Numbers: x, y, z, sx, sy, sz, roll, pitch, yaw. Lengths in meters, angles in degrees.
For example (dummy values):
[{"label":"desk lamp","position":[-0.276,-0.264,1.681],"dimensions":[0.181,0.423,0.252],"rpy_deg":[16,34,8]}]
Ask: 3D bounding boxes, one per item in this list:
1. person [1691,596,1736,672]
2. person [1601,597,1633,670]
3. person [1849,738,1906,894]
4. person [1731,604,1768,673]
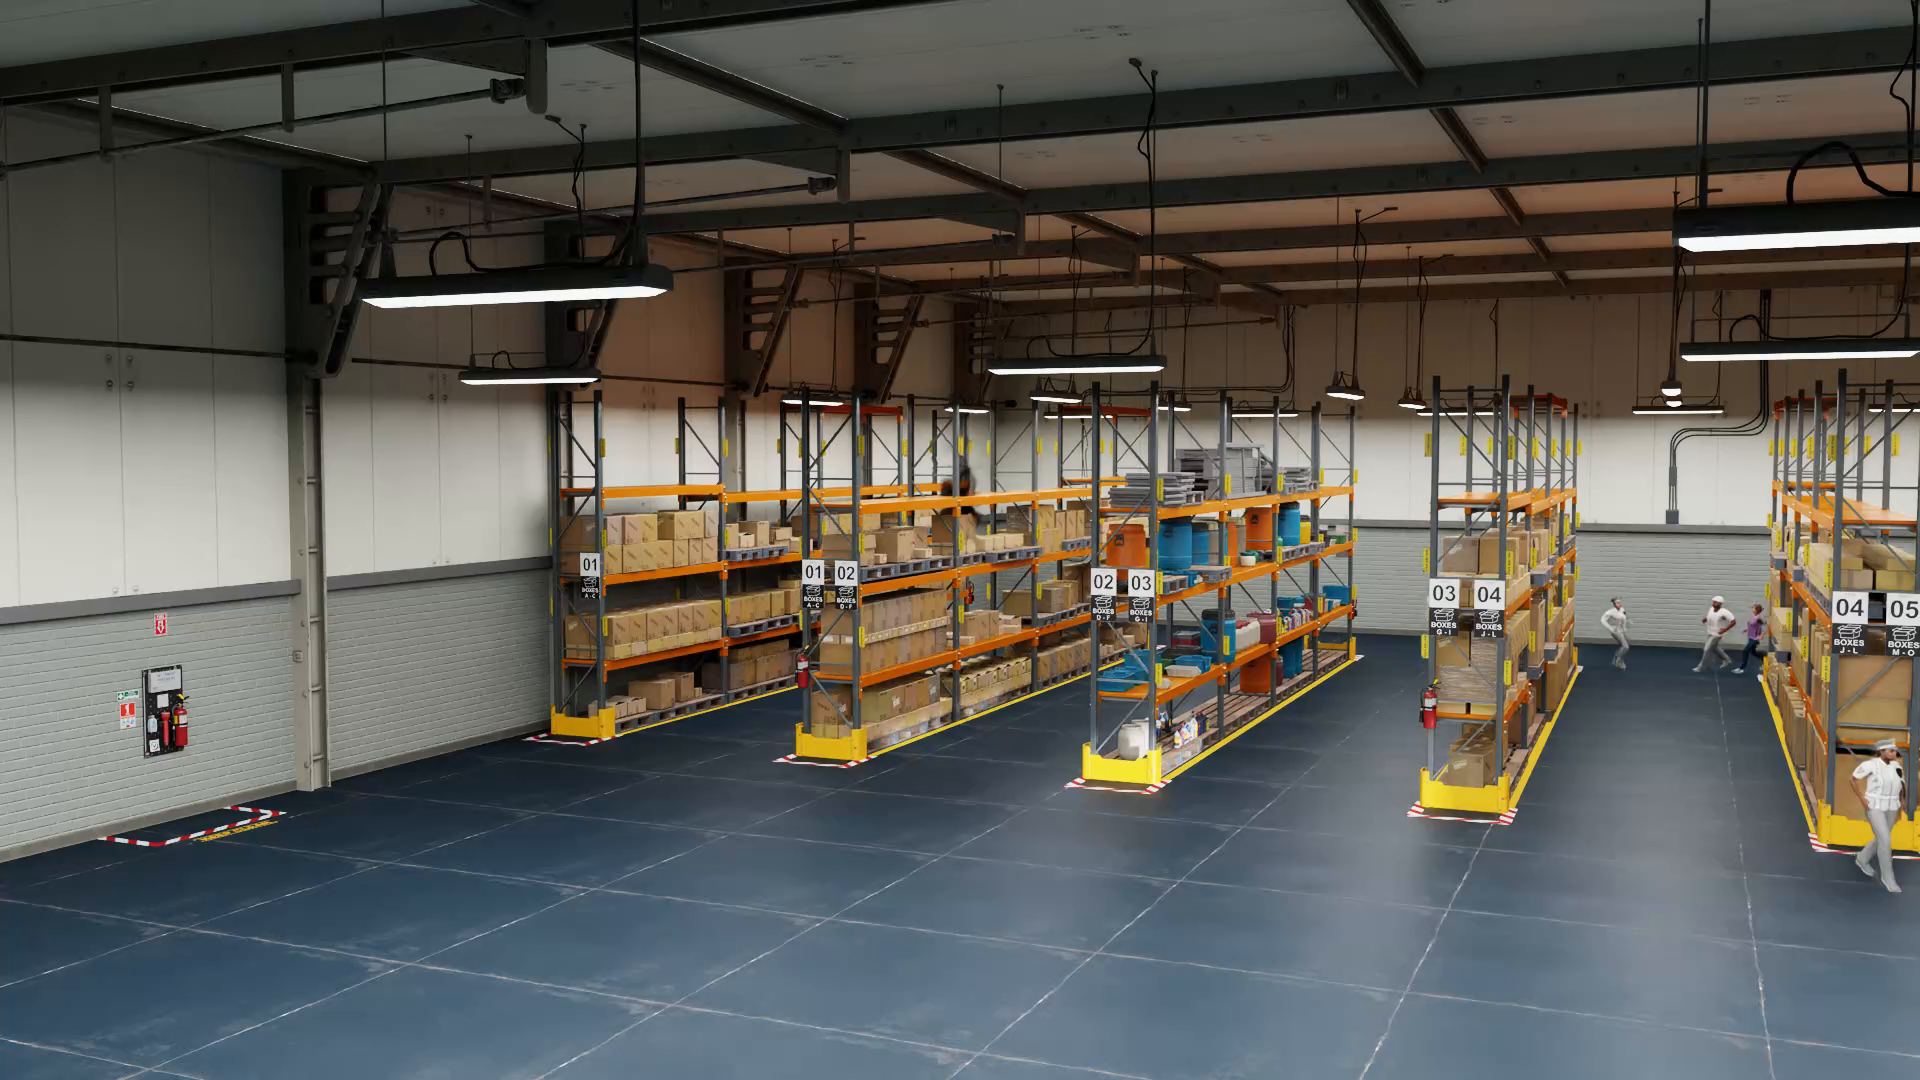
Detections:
[{"label":"person","position":[16.824,2.094,36.917],"dimensions":[0.937,1.741,0.707],"rpy_deg":[0,3,-4]},{"label":"person","position":[14.897,2.107,37.609],"dimensions":[0.621,1.675,0.616],"rpy_deg":[-2,4,-31]},{"label":"person","position":[10.570,3.115,19.071],"dimensions":[0.585,1.731,0.853],"rpy_deg":[-1,3,-9]},{"label":"person","position":[17.559,2.180,36.735],"dimensions":[0.872,1.566,0.602],"rpy_deg":[0,3,1]}]
